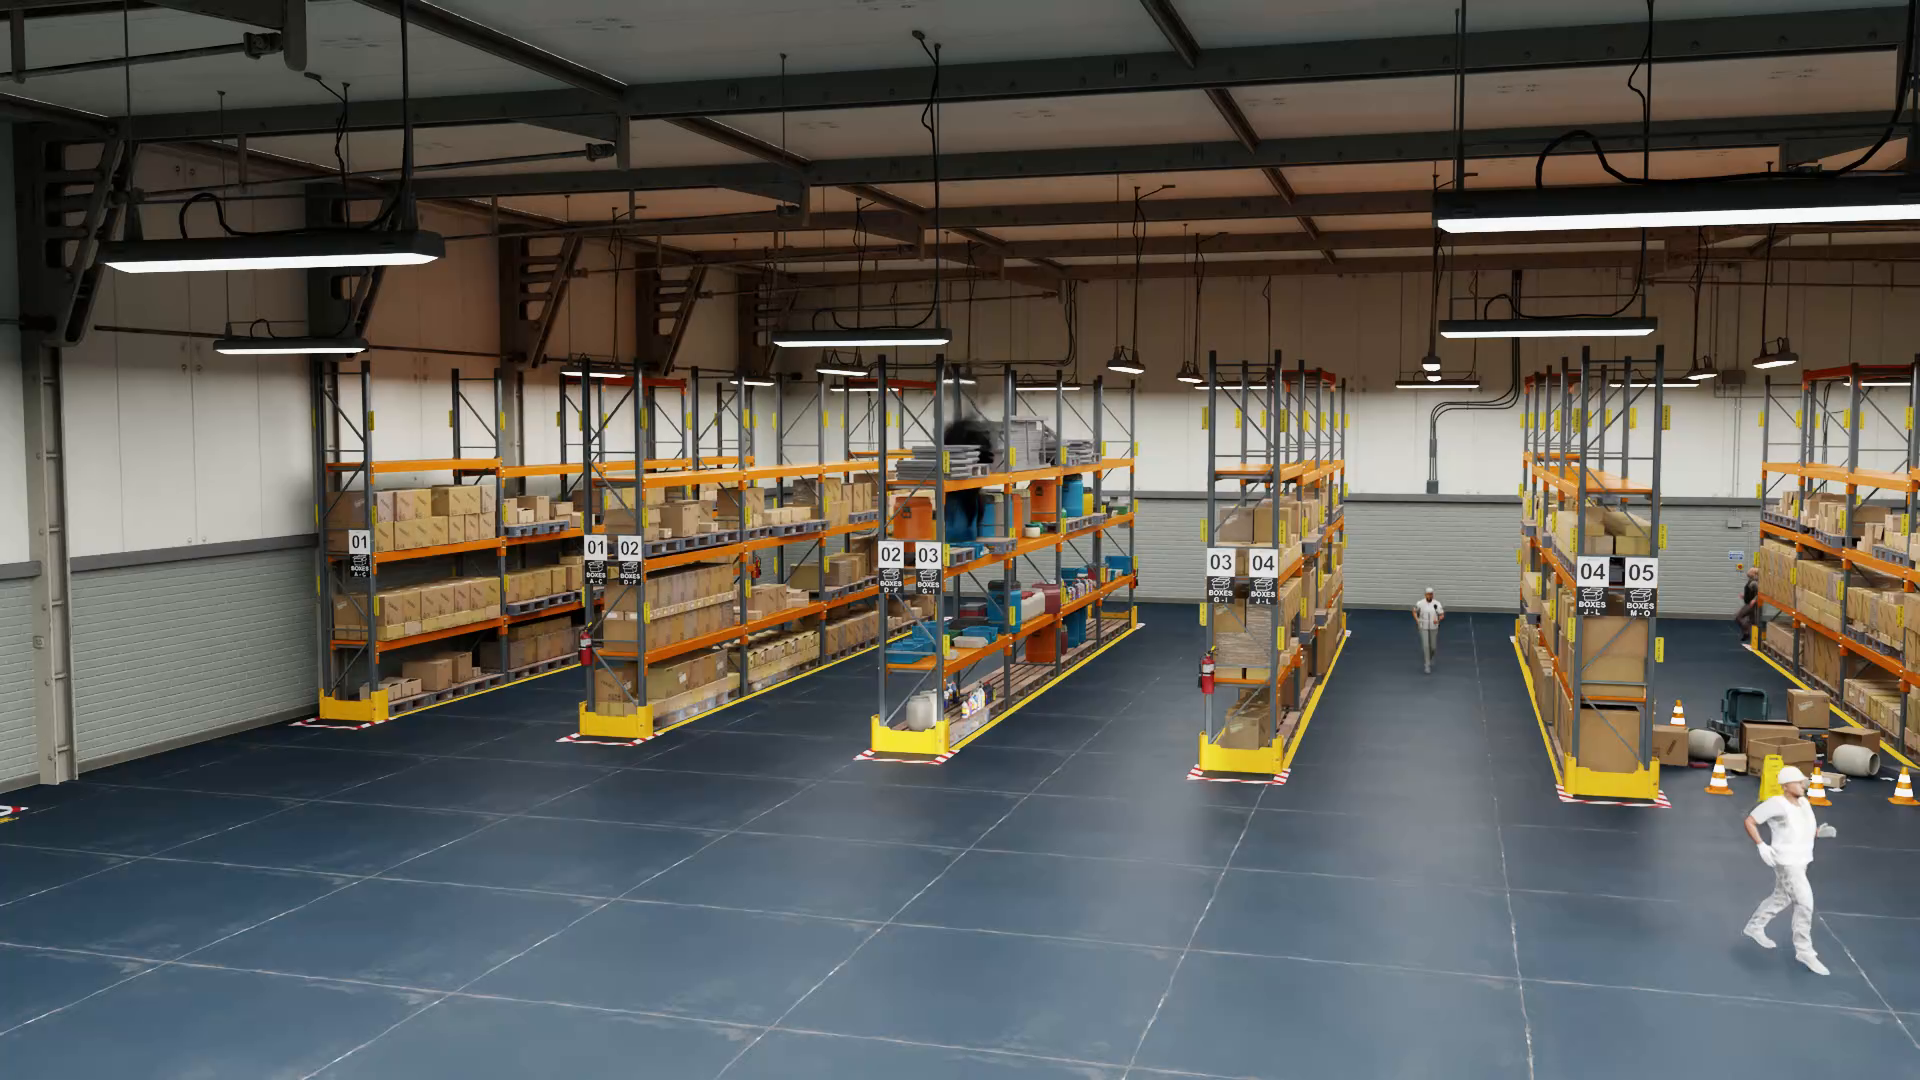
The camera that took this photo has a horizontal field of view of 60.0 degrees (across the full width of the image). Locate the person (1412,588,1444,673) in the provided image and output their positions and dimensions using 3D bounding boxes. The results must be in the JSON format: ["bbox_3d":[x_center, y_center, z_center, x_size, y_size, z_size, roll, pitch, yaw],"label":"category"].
[{"bbox_3d":[9.424,1.794,33.464,0.611,1.672,0.774,1,4,10],"label":"person"}]

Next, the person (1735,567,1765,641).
[{"bbox_3d":[17.955,1.477,37.727,0.665,1.722,0.724,2,5,27],"label":"person"}]

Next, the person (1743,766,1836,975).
[{"bbox_3d":[7.657,3.000,15.363,0.672,1.830,0.853,-3,5,-40],"label":"person"}]
